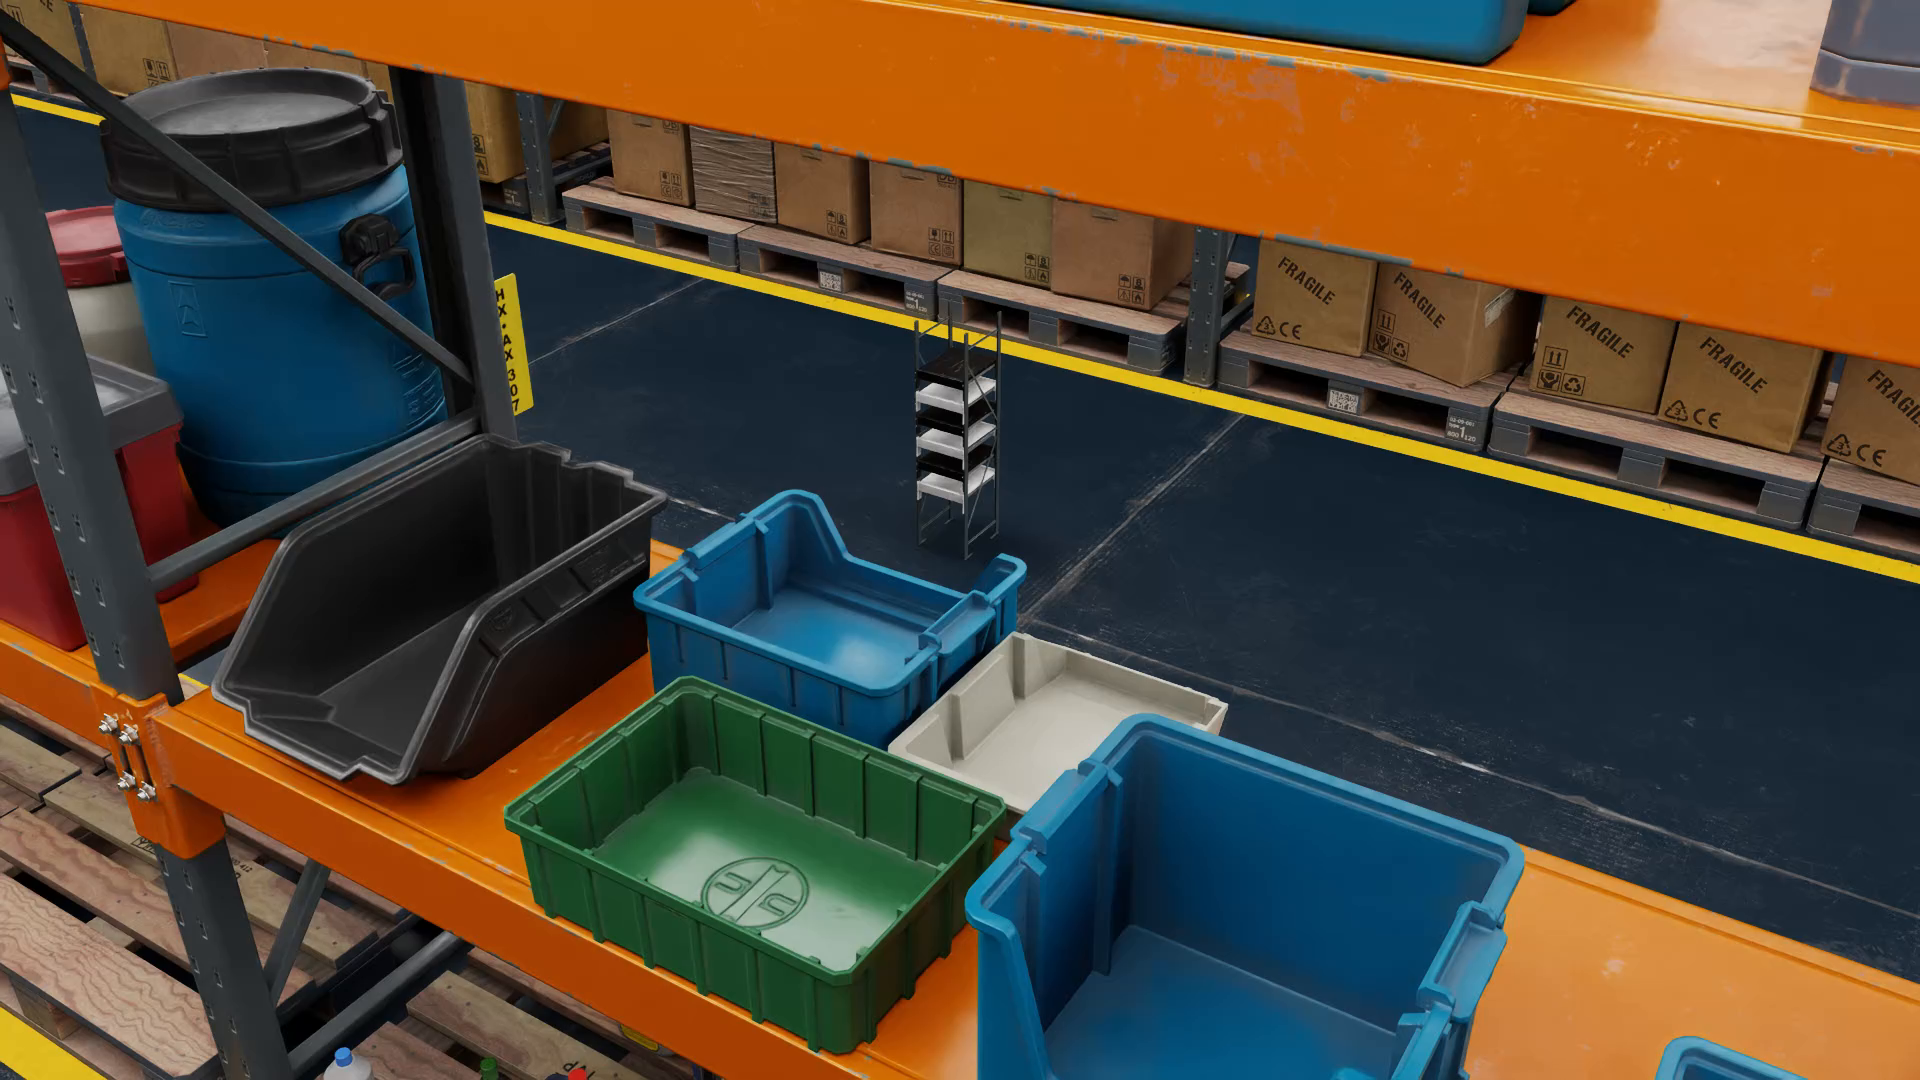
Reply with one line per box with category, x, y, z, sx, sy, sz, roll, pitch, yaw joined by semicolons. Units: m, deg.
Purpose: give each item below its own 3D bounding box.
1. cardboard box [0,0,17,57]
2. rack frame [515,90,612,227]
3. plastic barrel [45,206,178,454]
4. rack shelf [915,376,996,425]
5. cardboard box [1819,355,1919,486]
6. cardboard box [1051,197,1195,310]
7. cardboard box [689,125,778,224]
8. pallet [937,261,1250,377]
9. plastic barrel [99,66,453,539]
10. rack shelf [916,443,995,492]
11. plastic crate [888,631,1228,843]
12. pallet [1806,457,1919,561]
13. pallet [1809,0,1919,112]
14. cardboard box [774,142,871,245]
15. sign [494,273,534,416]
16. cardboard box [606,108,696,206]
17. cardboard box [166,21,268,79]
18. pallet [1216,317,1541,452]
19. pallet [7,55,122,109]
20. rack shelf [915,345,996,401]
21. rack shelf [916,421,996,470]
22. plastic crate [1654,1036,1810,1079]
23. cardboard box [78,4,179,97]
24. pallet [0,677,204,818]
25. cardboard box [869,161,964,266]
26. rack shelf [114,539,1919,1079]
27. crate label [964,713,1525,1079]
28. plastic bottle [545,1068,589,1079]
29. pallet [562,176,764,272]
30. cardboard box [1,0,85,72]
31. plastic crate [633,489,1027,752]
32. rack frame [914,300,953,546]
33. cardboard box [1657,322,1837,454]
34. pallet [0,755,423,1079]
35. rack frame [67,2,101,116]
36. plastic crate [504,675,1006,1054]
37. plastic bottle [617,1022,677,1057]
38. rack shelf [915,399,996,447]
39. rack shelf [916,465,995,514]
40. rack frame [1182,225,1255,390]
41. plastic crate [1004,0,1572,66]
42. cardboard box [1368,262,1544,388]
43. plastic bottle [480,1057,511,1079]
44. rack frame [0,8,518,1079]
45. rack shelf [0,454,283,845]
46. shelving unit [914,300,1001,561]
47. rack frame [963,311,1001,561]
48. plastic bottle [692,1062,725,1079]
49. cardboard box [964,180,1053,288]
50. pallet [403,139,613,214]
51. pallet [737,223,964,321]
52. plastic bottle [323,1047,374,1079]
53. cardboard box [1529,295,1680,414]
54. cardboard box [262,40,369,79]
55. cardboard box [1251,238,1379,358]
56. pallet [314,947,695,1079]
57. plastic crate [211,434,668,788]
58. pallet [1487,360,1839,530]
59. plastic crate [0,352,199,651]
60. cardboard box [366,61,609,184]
cardboard box;-6.740;-4.052;11.911;0.875;0.875;0.875;18;35;27
rack frame;-2.073;-3.265;8.869;0.127;3.000;1.000;18;35;27
plastic barrel;-2.012;-0.488;3.975;0.433;0.535;0.433;0;30;0
rack shelf;-0.007;-0.518;5.953;0.200;0.077;0.258;18;35;27
cardboard box;3.658;-0.543;6.268;0.500;0.500;0.500;-25;38;-36
cardboard box;0.806;-1.477;7.849;0.500;0.500;0.700;15;33;24
cardboard box;-1.018;-2.061;8.850;0.500;0.500;0.700;15;33;23
pallet;0.655;-1.197;8.092;1.213;0.211;1.003;18;35;27
plastic barrel;-1.484;-0.528;3.682;0.708;0.901;0.600;18;35;27
rack shelf;-0.007;-0.284;6.089;0.200;0.077;0.258;18;35;27
plastic crate;0.192;0.362;2.915;0.437;0.136;0.530;18;35;27
pallet;3.969;-0.170;6.332;1.213;0.211;1.003;18;35;27
pallet;1.421;-0.485;1.315;1.213;0.211;1.003;18;35;27
cardboard box;-0.534;-1.912;8.595;0.500;0.500;0.700;21;36;31
sign;-1.016;-0.431;3.737;0.005;0.325;0.100;18;35;27
cardboard box;-1.495;-2.204;9.095;0.500;0.500;0.700;16;34;25
cardboard box;-4.151;-3.198;10.447;0.875;0.875;1.225;16;34;26
pallet;1.902;-0.824;7.453;1.213;0.211;1.003;18;35;27
pallet;-6.063;-3.369;11.815;1.213;0.211;1.003;18;35;27
rack shelf;-0.007;-0.595;5.908;0.200;0.077;0.258;18;35;27
rack shelf;-0.007;-0.362;6.044;0.200;0.077;0.258;18;35;27
plastic crate;0.940;0.874;1.923;0.408;0.251;0.499;18;35;27
cardboard box;-4.908;-3.437;10.856;0.875;0.875;1.225;18;35;27
pallet;-3.042;0.605;5.003;1.213;0.211;1.003;18;35;27
cardboard box;-0.062;-1.763;8.339;0.500;0.500;0.700;14;33;23
rack shelf;0.376;0.767;2.672;4.000;0.370;1.077;18;35;27
crate label;0.367;0.599;2.211;0.616;0.435;0.502;18;35;27
plastic bottle;-0.779;1.207;3.397;0.185;0.351;0.144;18;35;27
pallet;-1.412;-1.850;9.212;1.213;0.211;1.003;18;35;27
cardboard box;-5.977;-3.811;11.497;0.875;0.875;0.875;18;35;27
plastic crate;-0.237;0.166;3.137;0.616;0.251;0.499;18;35;27
rack frame;-0.093;-0.418;6.074;0.006;0.900;0.240;18;35;27
cardboard box;3.138;-0.719;6.570;0.500;0.500;0.500;21;36;32
pallet;-2.004;0.931;4.444;1.213;0.211;1.003;18;35;27
rack frame;-5.461;-4.336;10.706;0.127;3.000;1.000;18;35;27
plastic crate;-0.319;0.496;2.633;0.662;0.188;0.450;18;35;27
plastic bottle;-0.696;0.986;3.775;0.185;0.351;0.144;18;35;27
rack shelf;-0.007;-0.440;5.998;0.200;0.077;0.258;18;35;27
rack shelf;-0.007;-0.207;6.134;0.200;0.077;0.258;18;35;27
rack frame;1.315;-2.193;7.032;0.127;3.000;1.000;18;35;27
plastic crate;0.294;-0.679;1.476;0.575;0.384;0.392;18;35;27
cardboard box;2.122;-1.020;7.086;0.500;0.500;0.500;-23;37;-33
plastic bottle;-0.937;1.206;3.465;0.133;0.283;0.061;18;35;27
rack frame;-1.318;-0.079;3.409;0.127;3.000;1.000;18;35;27
rack shelf;-3.012;-0.304;4.509;4.000;0.370;1.077;18;35;27
shelving unit;-0.007;-0.391;6.027;0.210;0.900;0.258;18;35;27
rack frame;0.079;-0.364;5.980;0.006;0.900;0.240;18;35;27
plastic bottle;-0.515;1.078;3.692;0.135;0.276;0.152;18;35;27
cardboard box;0.412;-1.613;8.082;0.500;0.500;0.700;17;34;27
pallet;-2.701;-2.304;9.989;1.213;0.211;1.003;18;35;27
pallet;-0.383;-1.523;8.651;1.213;0.211;1.003;18;35;27
plastic bottle;-1.281;1.182;3.519;0.097;0.271;0.097;0;30;0
cardboard box;2.689;-0.888;6.859;0.500;0.500;0.500;14;33;23
cardboard box;-3.397;-2.964;10.046;0.875;0.875;1.225;18;35;27
cardboard box;1.632;-1.171;7.344;0.500;0.500;0.500;16;34;26
pallet;-0.772;1.323;3.773;1.213;0.211;1.003;18;35;27
plastic crate;-0.942;0.142;3.091;0.504;0.338;0.767;18;35;27
pallet;2.940;-0.497;6.893;1.213;0.211;1.003;18;35;27
plastic crate;-1.891;-0.106;3.391;0.583;0.464;0.402;18;35;27
cardboard box;-2.646;-2.722;9.631;0.875;0.875;1.225;16;34;25
